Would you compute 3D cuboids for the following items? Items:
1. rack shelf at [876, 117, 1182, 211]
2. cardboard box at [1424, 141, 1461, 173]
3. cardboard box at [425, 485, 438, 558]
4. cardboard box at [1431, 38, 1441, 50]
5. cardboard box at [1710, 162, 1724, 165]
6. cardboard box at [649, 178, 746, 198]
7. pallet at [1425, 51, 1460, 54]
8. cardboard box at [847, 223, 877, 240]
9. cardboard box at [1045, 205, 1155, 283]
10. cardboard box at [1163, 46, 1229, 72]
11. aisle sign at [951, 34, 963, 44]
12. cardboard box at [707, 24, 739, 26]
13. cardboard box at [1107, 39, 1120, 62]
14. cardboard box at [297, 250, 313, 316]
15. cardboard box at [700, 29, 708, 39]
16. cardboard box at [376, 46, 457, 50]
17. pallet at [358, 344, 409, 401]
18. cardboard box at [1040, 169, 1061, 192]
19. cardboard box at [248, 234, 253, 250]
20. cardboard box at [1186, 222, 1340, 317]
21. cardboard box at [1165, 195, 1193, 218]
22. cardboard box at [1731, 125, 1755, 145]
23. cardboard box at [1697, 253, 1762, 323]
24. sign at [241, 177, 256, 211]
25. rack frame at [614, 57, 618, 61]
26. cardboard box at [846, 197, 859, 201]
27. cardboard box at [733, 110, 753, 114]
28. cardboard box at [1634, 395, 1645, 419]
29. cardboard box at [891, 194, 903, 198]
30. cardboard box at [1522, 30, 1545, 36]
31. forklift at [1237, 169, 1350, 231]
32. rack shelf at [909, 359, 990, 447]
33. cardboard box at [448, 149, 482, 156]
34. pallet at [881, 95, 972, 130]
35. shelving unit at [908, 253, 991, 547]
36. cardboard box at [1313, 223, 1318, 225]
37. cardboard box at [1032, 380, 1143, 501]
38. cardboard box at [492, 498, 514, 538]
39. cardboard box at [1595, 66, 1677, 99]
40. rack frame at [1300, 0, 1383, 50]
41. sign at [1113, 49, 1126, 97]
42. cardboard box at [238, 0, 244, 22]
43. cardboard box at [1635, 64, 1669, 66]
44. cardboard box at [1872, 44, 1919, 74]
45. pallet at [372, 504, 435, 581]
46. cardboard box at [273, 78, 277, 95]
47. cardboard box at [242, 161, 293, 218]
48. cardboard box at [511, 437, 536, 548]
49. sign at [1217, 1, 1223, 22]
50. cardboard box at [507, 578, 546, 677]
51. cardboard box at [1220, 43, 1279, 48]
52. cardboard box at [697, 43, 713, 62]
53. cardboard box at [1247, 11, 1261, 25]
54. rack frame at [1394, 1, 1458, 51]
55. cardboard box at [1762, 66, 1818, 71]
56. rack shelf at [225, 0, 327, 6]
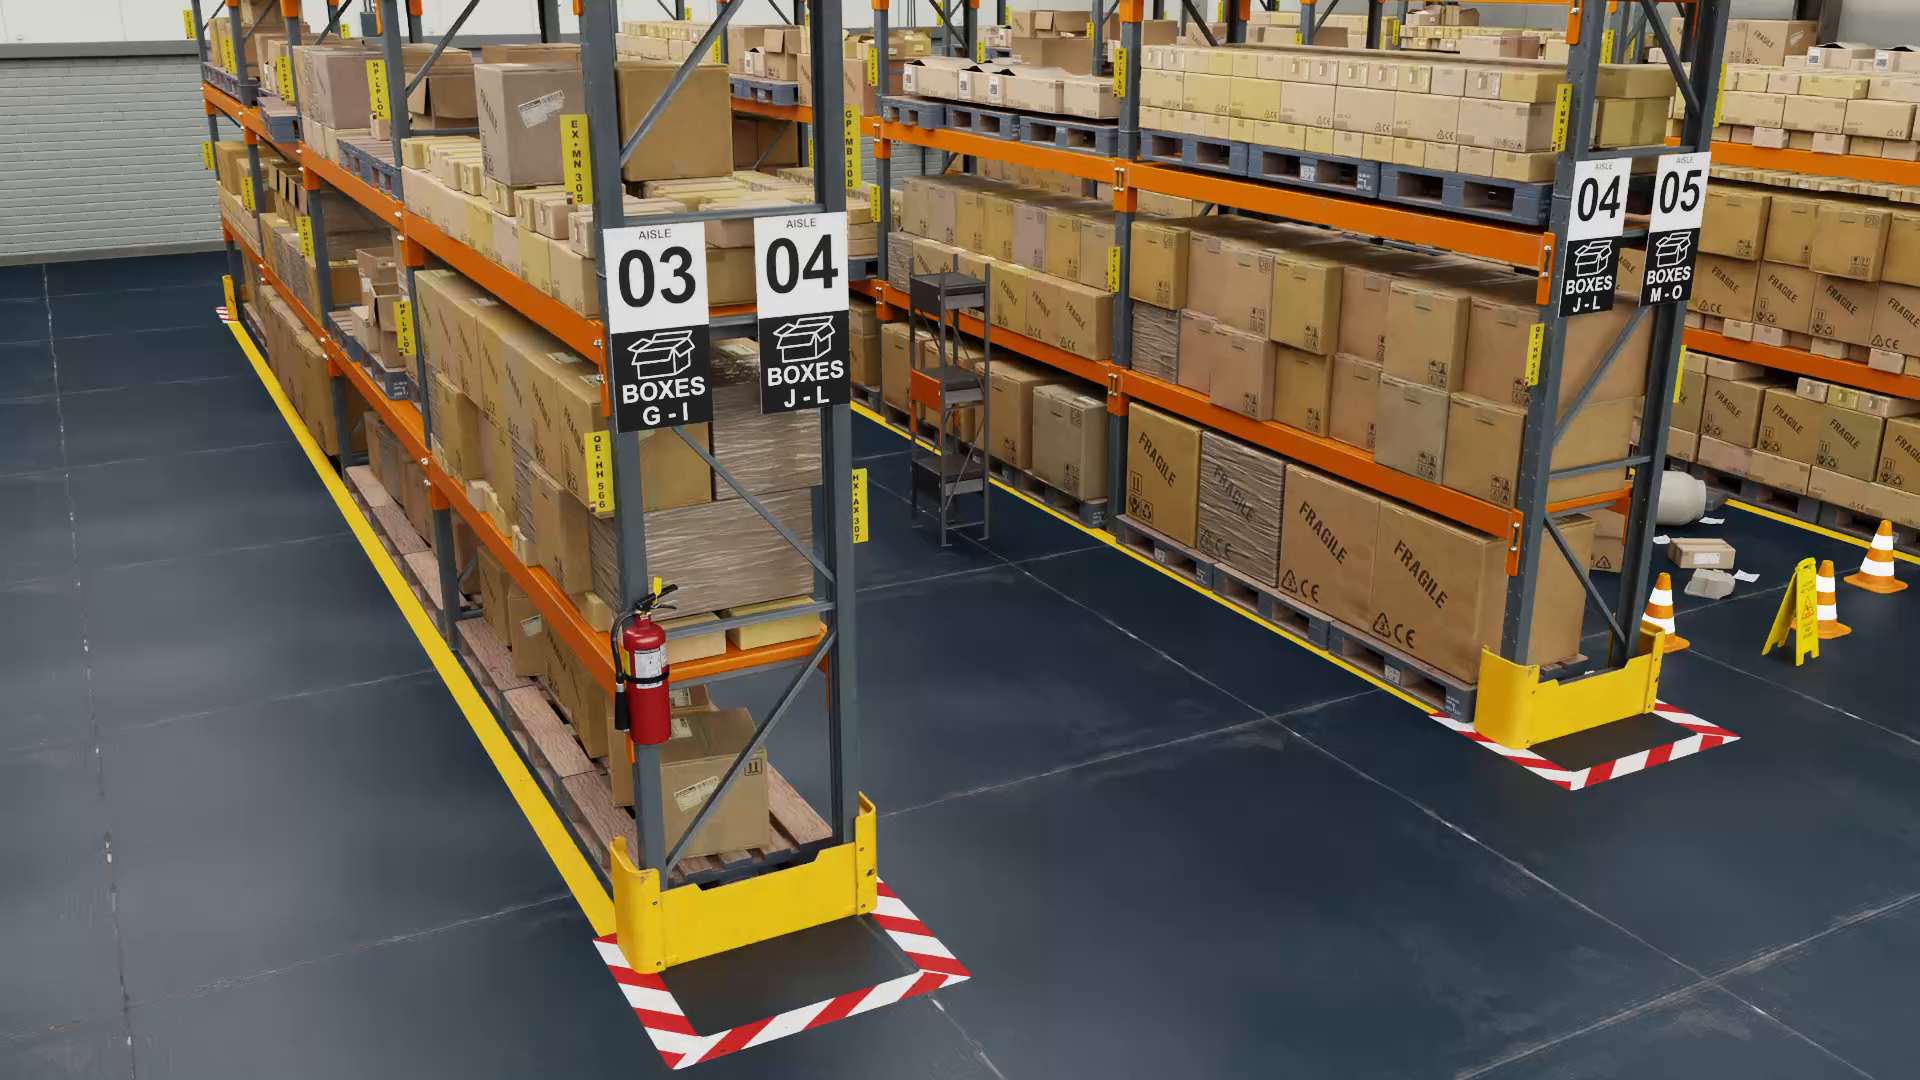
[{"bbox_3d":[0.643,-3.190,13.782,1.077,0.370,4.000,-10,21,-27],"label":"rack shelf"},{"bbox_3d":[2.795,-2.124,9.177,0.380,0.149,0.250,-10,21,-26],"label":"cardboard box"},{"bbox_3d":[-3.303,-0.145,11.610,0.700,0.500,0.500,-10,21,-27],"label":"cardboard box"},{"bbox_3d":[6.560,-6.661,22.325,0.380,0.149,0.250,-10,21,-26],"label":"cardboard box"},{"bbox_3d":[8.993,-4.402,19.643,0.380,0.149,0.250,-10,21,-27],"label":"cardboard box"},{"bbox_3d":[-1.181,-1.533,7.496,0.380,0.149,0.250,-9,21,-24],"label":"cardboard box"},{"bbox_3d":[6.717,-6.531,22.650,1.213,0.211,1.003,-10,21,-27],"label":"pallet"},{"bbox_3d":[-0.942,-2.978,15.949,0.380,0.149,0.250,-9,21,-26],"label":"cardboard box"},{"bbox_3d":[1.106,-2.347,13.148,0.700,0.500,0.500,-10,22,-28],"label":"cardboard box"},{"bbox_3d":[1.589,-3.230,11.160,0.380,0.149,0.250,-10,21,-27],"label":"cardboard box"},{"bbox_3d":[-0.087,-6.983,24.285,0.394,0.787,0.004,-10,21,-27],"label":"aisle sign"},{"bbox_3d":[-2.849,-6.185,20.212,0.380,0.149,0.250,-11,22,-28],"label":"cardboard box"},{"bbox_3d":[2.032,-5.986,20.343,0.396,0.266,0.258,-10,22,-27],"label":"cardboard box"},{"bbox_3d":[-5.404,-2.242,14.376,0.500,0.500,0.500,-10,22,-27],"label":"cardboard box"},{"bbox_3d":[-2.730,-5.728,18.888,0.380,0.149,0.250,-9,21,-25],"label":"cardboard box"},{"bbox_3d":[-4.020,-3.405,12.382,0.500,0.500,0.500,-10,21,-27],"label":"cardboard box"},{"bbox_3d":[-3.744,-1.295,12.079,1.003,0.211,1.213,-10,21,-27],"label":"pallet"},{"bbox_3d":[1.408,-4.918,22.132,0.500,0.500,0.500,-11,22,-28],"label":"cardboard box"},{"bbox_3d":[-7.296,-3.161,17.579,0.380,0.149,0.250,-10,22,-28],"label":"cardboard box"},{"bbox_3d":[2.101,-1.868,11.562,0.875,0.550,0.550,-10,21,-27],"label":"cardboard box"},{"bbox_3d":[2.785,-3.949,19.708,0.500,0.250,0.500,-10,22,-28],"label":"cardboard box"},{"bbox_3d":[6.324,-3.211,13.126,0.380,0.149,0.250,-11,22,-28],"label":"cardboard box"},{"bbox_3d":[6.351,-2.066,13.410,0.500,0.500,0.500,-10,21,-27],"label":"cardboard box"},{"bbox_3d":[-7.107,-3.456,16.599,0.100,0.325,0.005,-10,21,-27],"label":"sign"},{"bbox_3d":[-4.105,-4.983,22.474,1.000,3.000,0.127,-10,21,-27],"label":"rack frame"},{"bbox_3d":[-1.184,-3.265,16.323,0.380,0.149,0.250,-9,21,-25],"label":"cardboard box"},{"bbox_3d":[-2.677,-4.958,20.260,0.500,0.500,0.500,-10,21,-26],"label":"cardboard box"},{"bbox_3d":[5.944,-1.376,14.442,0.500,0.500,0.500,-9,21,-24],"label":"cardboard box"},{"bbox_3d":[-0.598,-3.358,16.593,0.380,0.149,0.250,-10,21,-27],"label":"cardboard box"},{"bbox_3d":[7.329,-6.354,21.010,0.380,0.149,0.250,-10,21,-26],"label":"cardboard box"},{"bbox_3d":[3.298,-2.411,15.125,3.031,2.935,1.130,14,24,36],"label":"forklift"},{"bbox_3d":[-0.079,-1.027,12.431,0.431,0.518,0.480,-10,21,-27],"label":"rack shelf"},{"bbox_3d":[-2.486,-1.982,8.798,0.380,0.149,0.250,-9,21,-25],"label":"cardboard box"},{"bbox_3d":[0.046,-3.838,14.848,1.213,0.211,1.003,-9,21,-24],"label":"pallet"},{"bbox_3d":[-0.079,-1.040,12.427,0.431,2.100,0.503,-10,21,-27],"label":"shelving unit"},{"bbox_3d":[3.992,-3.440,17.743,0.380,0.149,0.250,-11,22,-30],"label":"cardboard box"},{"bbox_3d":[1.219,-0.837,13.265,1.050,0.750,0.750,-10,21,-27],"label":"cardboard box"},{"bbox_3d":[-2.259,-0.143,8.833,0.380,0.149,0.250,-10,21,-27],"label":"cardboard box"},{"bbox_3d":[3.614,-2.457,8.920,0.380,0.149,0.250,-10,21,-26],"label":"cardboard box"},{"bbox_3d":[4.002,-6.318,17.146,1.000,3.000,0.127,-10,21,-27],"label":"rack frame"},{"bbox_3d":[1.120,-3.262,11.614,0.100,0.325,0.005,-10,21,-27],"label":"sign"},{"bbox_3d":[-7.568,-5.728,17.933,0.500,0.250,0.500,-11,22,-28],"label":"cardboard box"},{"bbox_3d":[5.764,-3.869,13.810,0.380,0.149,0.250,-10,22,-28],"label":"cardboard box"},{"bbox_3d":[9.710,-4.895,16.961,0.500,0.311,0.500,-11,22,-28],"label":"cardboard box"},{"bbox_3d":[-3.775,-0.055,12.466,1.003,0.211,1.213,-10,21,-27],"label":"pallet"},{"bbox_3d":[-6.044,-4.142,15.181,0.380,0.149,0.250,-11,22,-29],"label":"cardboard box"},{"bbox_3d":[-7.073,-3.610,17.119,0.500,0.500,0.500,-9,21,-25],"label":"cardboard box"},{"bbox_3d":[-1.700,-0.276,8.223,0.875,0.500,0.500,-10,21,-27],"label":"cardboard box"},{"bbox_3d":[4.092,-8.296,26.135,0.100,0.325,0.005,-10,21,-27],"label":"sign"},{"bbox_3d":[-2.387,0.468,9.863,0.500,0.500,0.500,-3,19,-9],"label":"cardboard box"},{"bbox_3d":[2.047,-3.404,11.666,0.380,0.149,0.250,-10,21,-27],"label":"cardboard box"},{"bbox_3d":[-2.649,-5.511,18.869,0.500,0.250,0.500,-11,22,-29],"label":"cardboard box"},{"bbox_3d":[4.559,-8.106,25.934,0.500,0.250,0.500,-10,22,-27],"label":"cardboard box"},{"bbox_3d":[6.469,-8.236,22.705,1.000,3.000,0.127,-10,21,-27],"label":"rack frame"},{"bbox_3d":[6.718,-3.747,13.457,0.380,0.149,0.250,-9,21,-25],"label":"cardboard box"},{"bbox_3d":[-7.569,-5.976,17.871,1.077,0.370,4.000,-10,21,-27],"label":"rack shelf"}]
